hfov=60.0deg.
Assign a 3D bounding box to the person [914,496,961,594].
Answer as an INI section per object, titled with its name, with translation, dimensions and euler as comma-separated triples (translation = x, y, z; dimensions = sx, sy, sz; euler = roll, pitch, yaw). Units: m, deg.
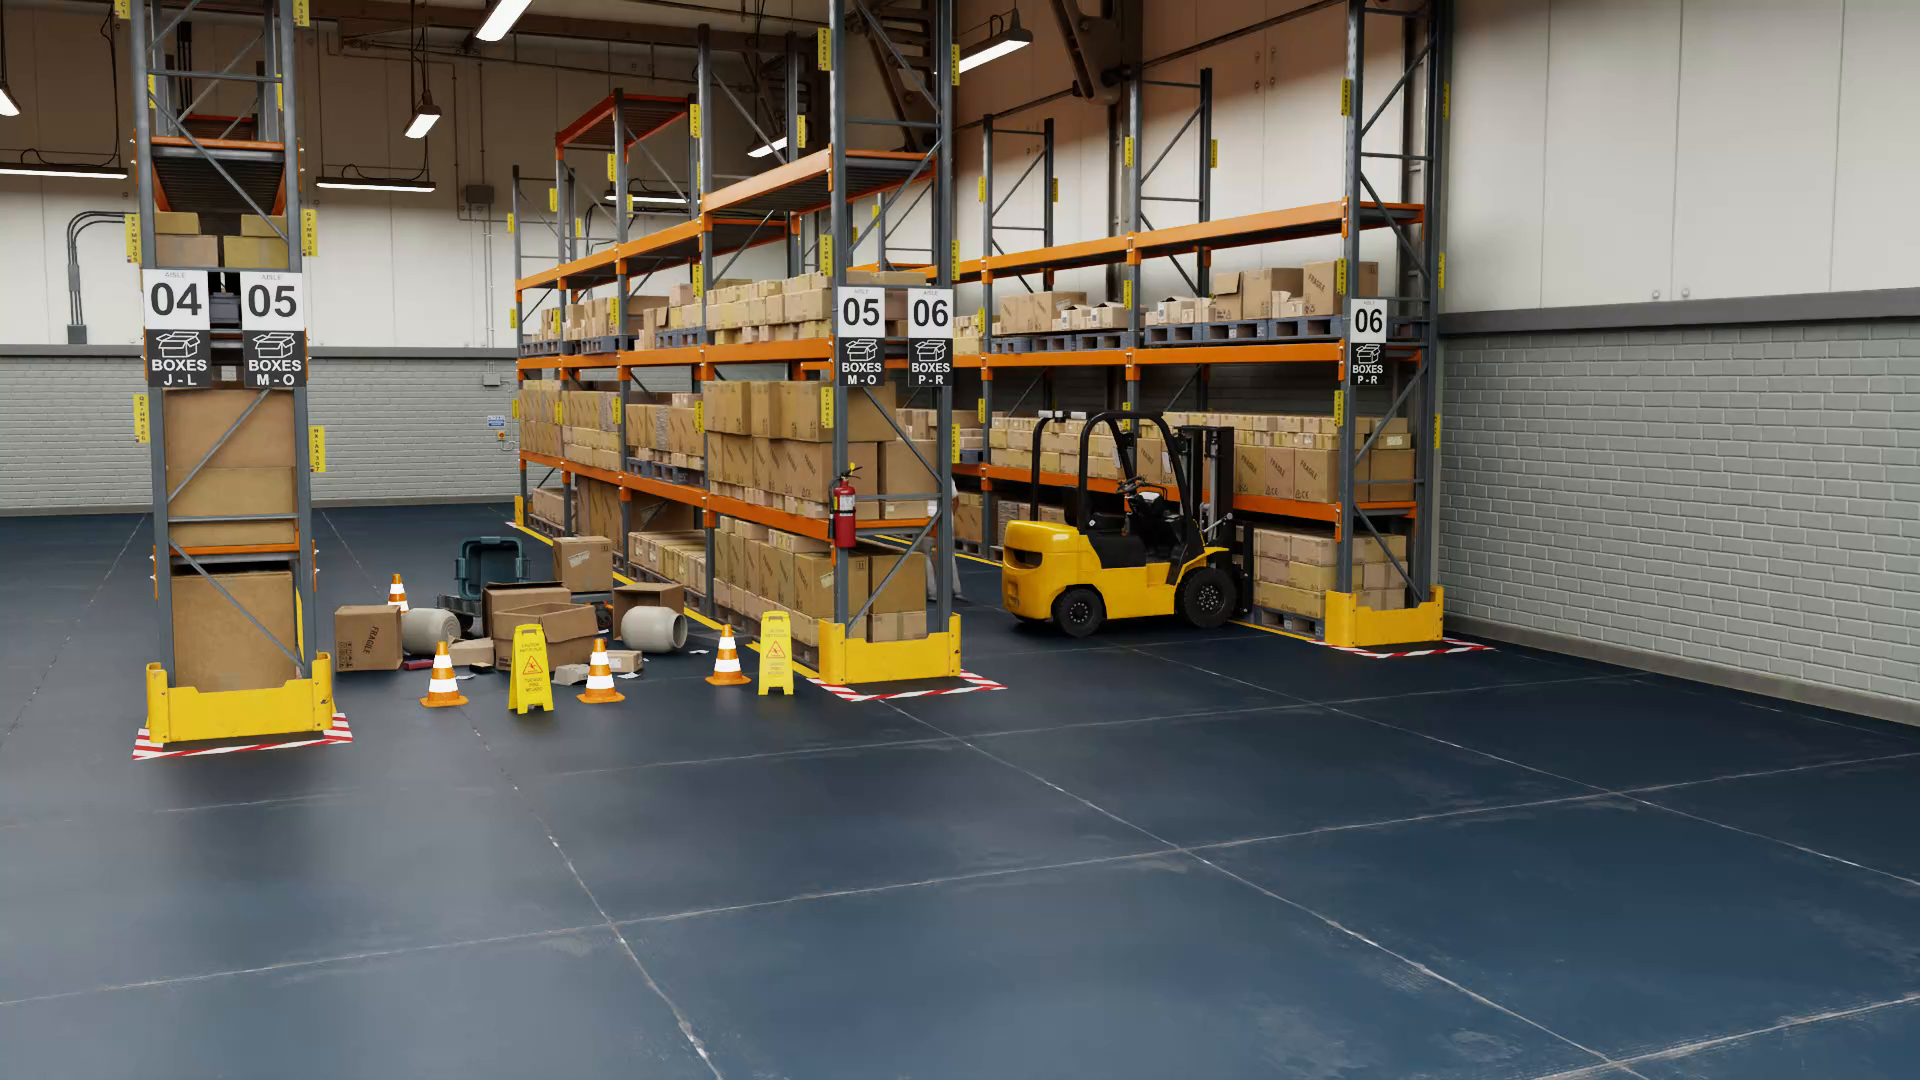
[person]
translation = -0.302, -0.195, 18.765
dimensions = 0.606, 1.566, 0.501
euler = -3, 6, -25
